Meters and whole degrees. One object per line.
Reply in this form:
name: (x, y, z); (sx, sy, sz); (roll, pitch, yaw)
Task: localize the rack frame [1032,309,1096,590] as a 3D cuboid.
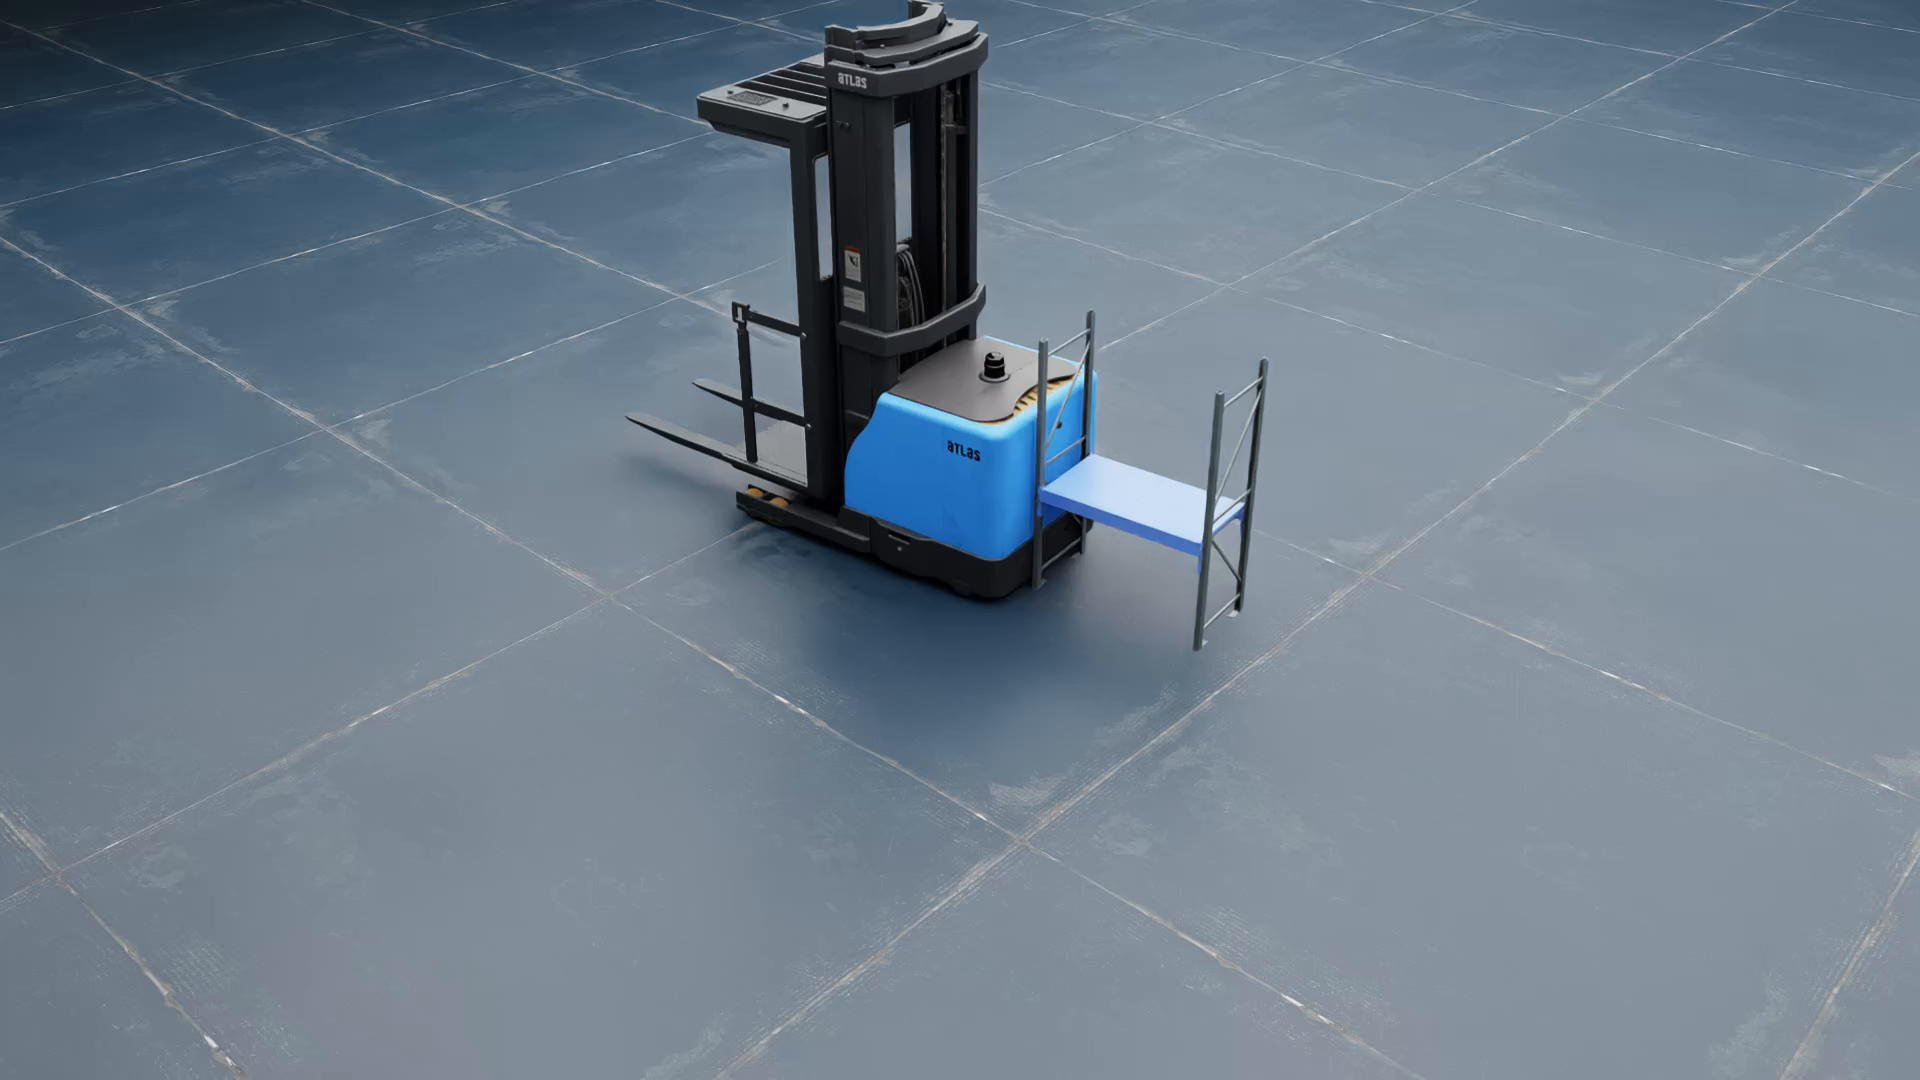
rack frame: (0.561, -0.472, 9.024); (0.032, 1.500, 0.500); (21, 37, 30)

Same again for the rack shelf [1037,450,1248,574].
rack shelf: (0.971, -0.163, 8.860); (1.000, 0.185, 0.538); (21, 37, 30)

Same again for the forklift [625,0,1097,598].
forklift: (-0.714, -1.536, 9.404); (3.031, 2.935, 1.130); (21, 37, 30)

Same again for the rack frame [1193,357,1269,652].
rack frame: (1.382, -0.163, 8.511); (0.032, 1.500, 0.500); (21, 37, 30)

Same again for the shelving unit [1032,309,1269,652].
shelving unit: (0.971, -0.317, 8.767); (1.048, 1.500, 0.538); (21, 37, 30)
